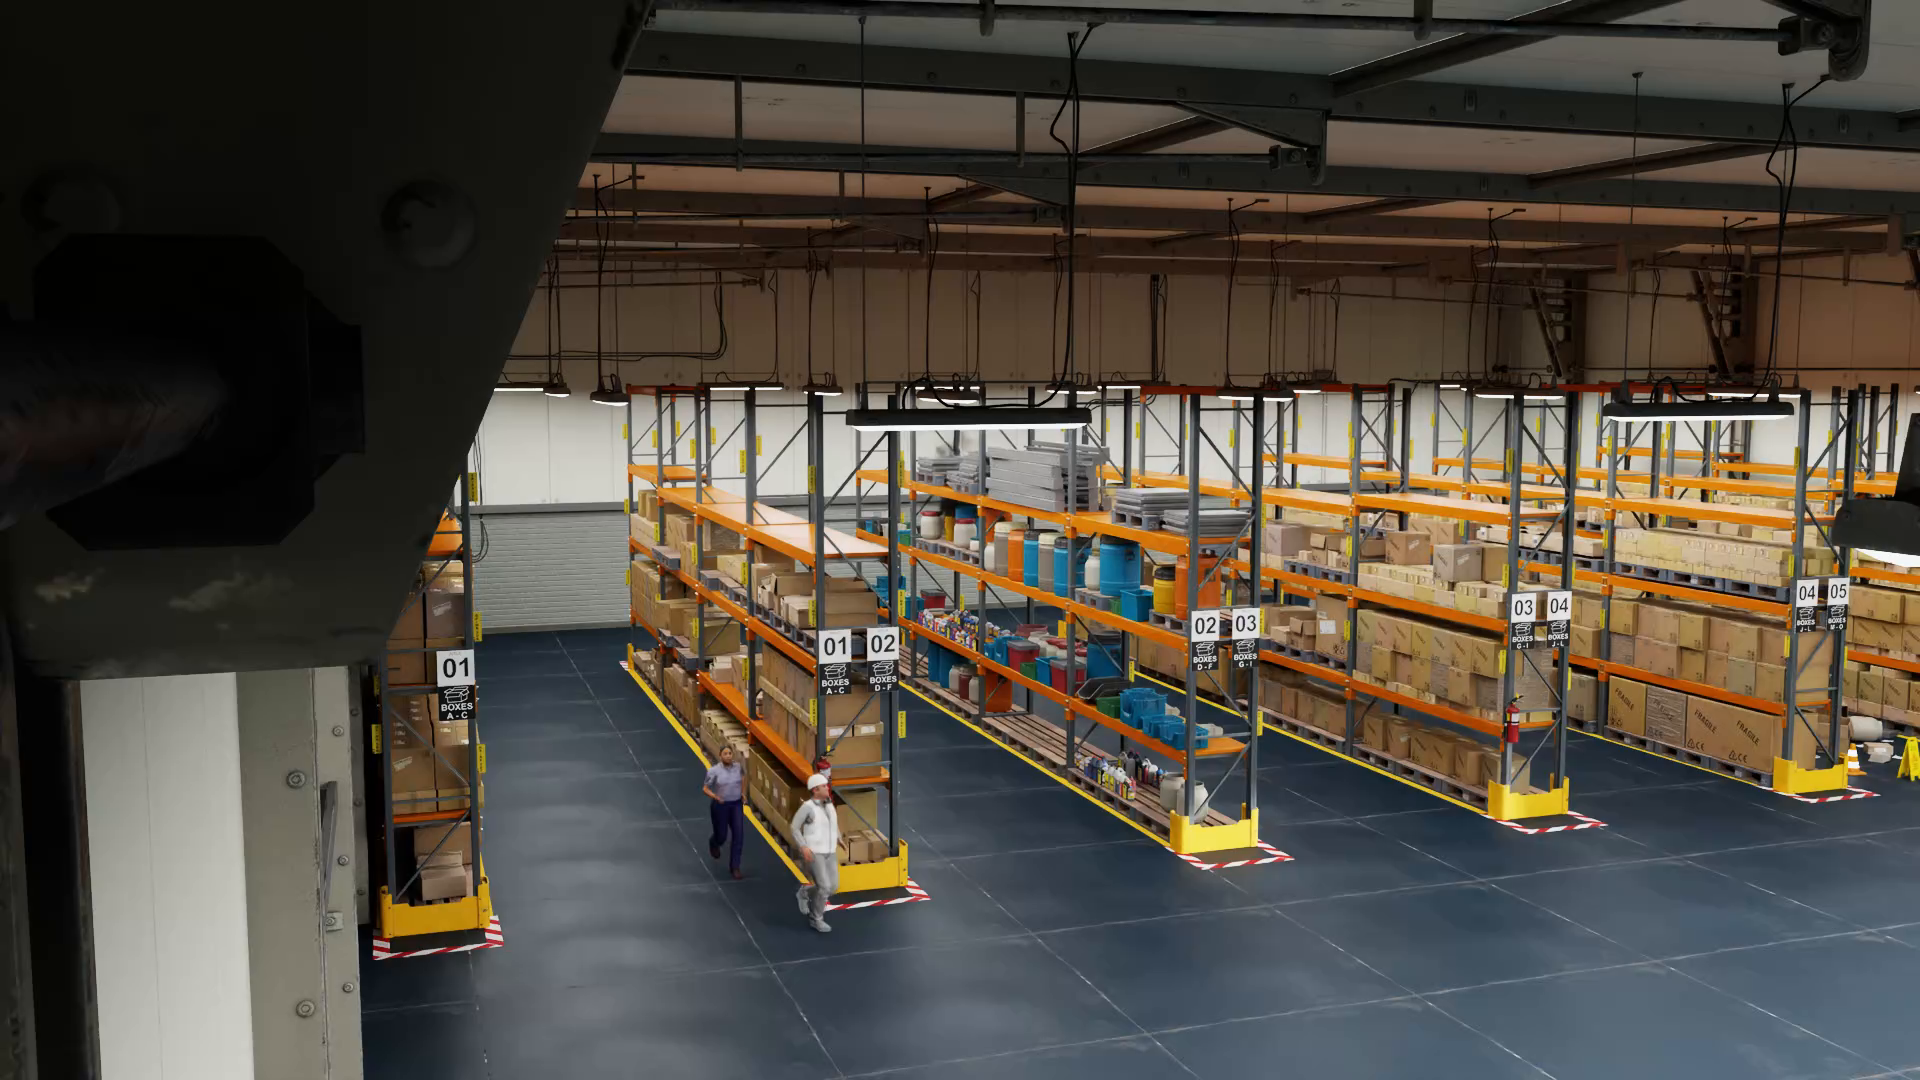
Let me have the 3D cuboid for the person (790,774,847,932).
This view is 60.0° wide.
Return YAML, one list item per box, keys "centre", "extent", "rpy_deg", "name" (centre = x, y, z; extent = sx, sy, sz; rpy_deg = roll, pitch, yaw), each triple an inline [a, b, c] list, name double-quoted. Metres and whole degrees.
- centre: [-1.604, 3.536, 18.945]
  extent: [0.588, 1.719, 0.708]
  rpy_deg: [5, 7, 38]
  name: "person"

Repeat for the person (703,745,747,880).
- centre: [-2.925, 3.383, 20.871]
  extent: [0.607, 1.621, 0.849]
  rpy_deg: [-3, 7, -25]
  name: "person"

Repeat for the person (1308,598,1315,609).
- centre: [9.097, 1.117, 41.996]
  extent: [0.991, 1.838, 0.732]
  rpy_deg: [-2, 6, -16]
  name: "person"
